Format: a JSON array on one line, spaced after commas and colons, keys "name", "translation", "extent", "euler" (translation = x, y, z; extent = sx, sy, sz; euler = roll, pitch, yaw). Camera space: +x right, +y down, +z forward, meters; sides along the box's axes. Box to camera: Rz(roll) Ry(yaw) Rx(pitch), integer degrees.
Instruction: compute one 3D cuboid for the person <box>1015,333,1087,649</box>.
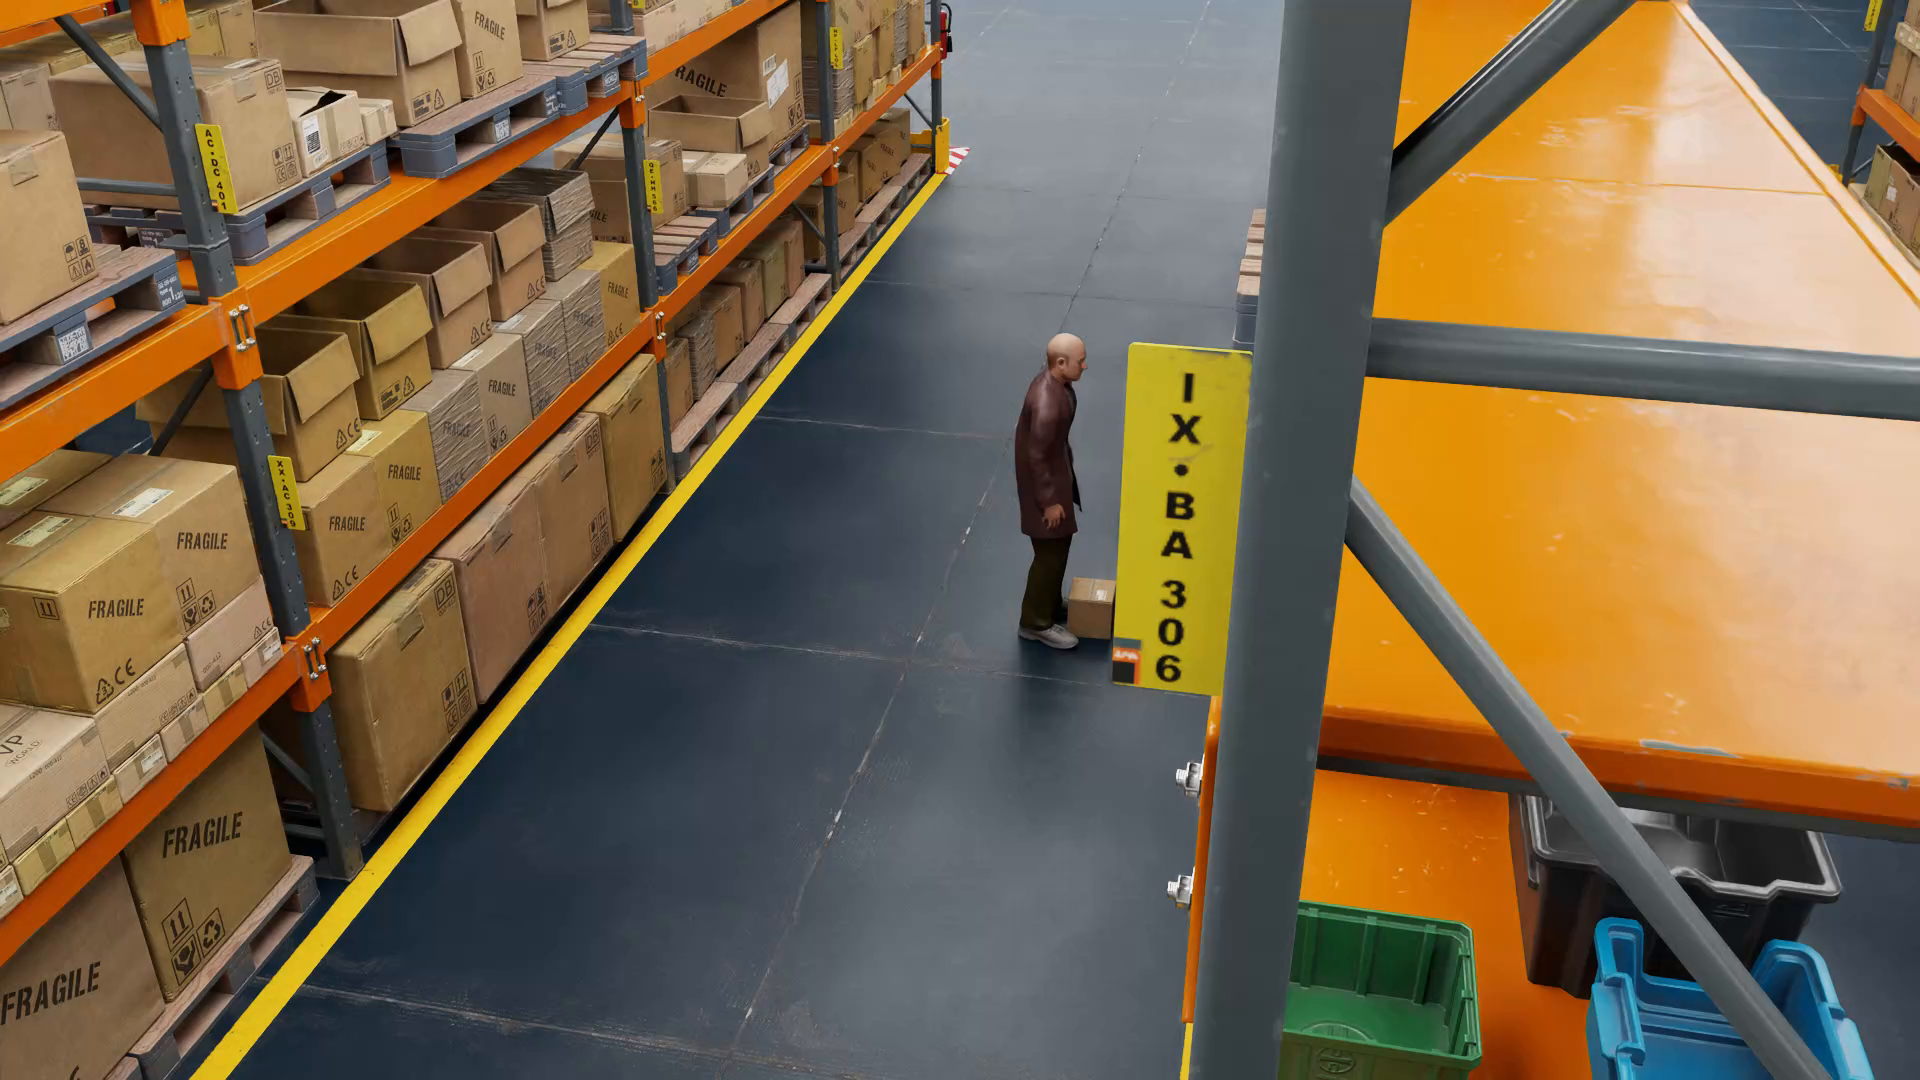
[{"name": "person", "translation": [0.513, -0.301, 9.195], "extent": [0.423, 1.774, 0.643], "euler": [6, 29, 11]}]
